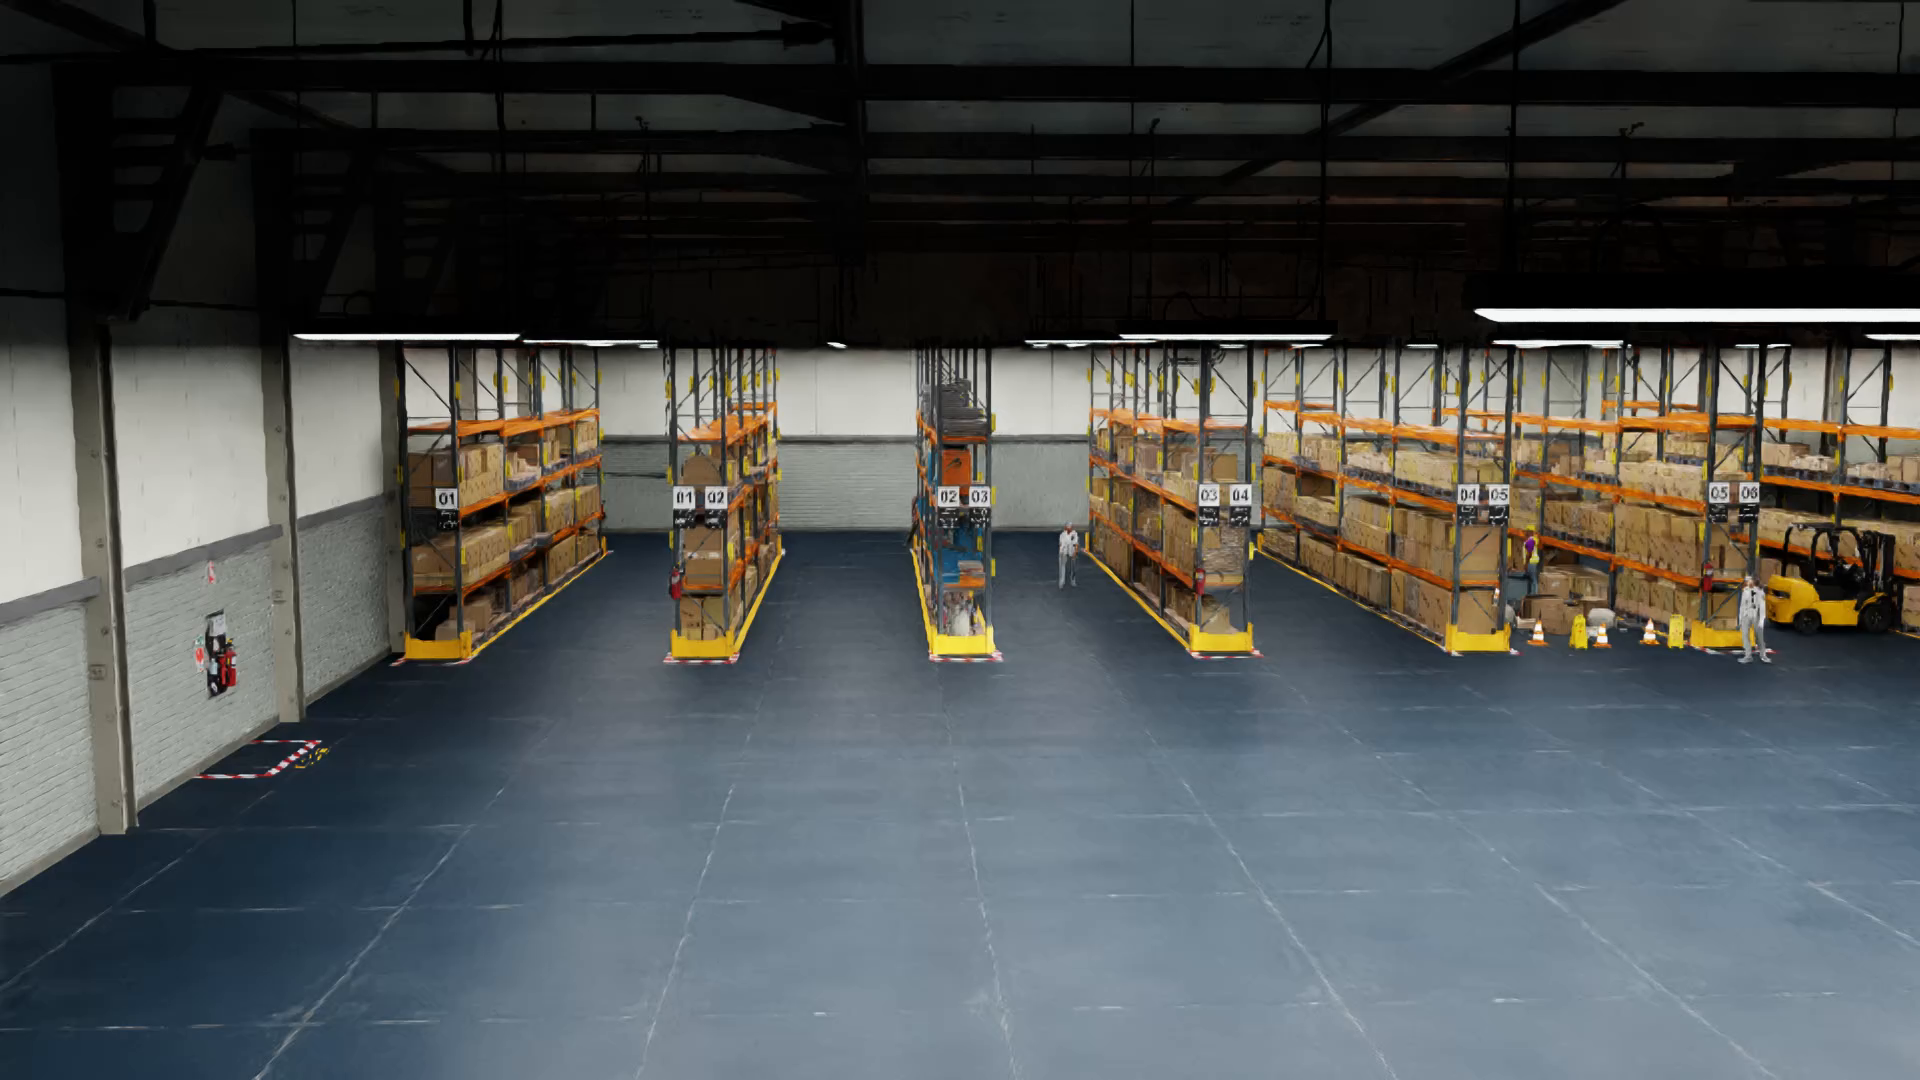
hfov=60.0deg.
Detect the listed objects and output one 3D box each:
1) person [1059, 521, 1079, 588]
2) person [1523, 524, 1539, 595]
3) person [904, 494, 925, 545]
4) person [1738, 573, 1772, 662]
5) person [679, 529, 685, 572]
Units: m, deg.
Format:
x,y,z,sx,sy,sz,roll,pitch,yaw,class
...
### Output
x,y,z,sx,sy,sz,roll,pitch,yaw,class
2.646,0.335,40.367,0.477,1.597,1.003,1,7,6,person
13.014,0.510,38.077,0.591,1.763,0.685,3,7,23,person
-1.303,-0.700,48.838,0.782,1.773,0.514,-6,9,-44,person
14.660,1.427,30.666,0.522,1.665,0.570,-4,7,-29,person
-7.142,0.033,43.322,0.415,1.482,0.898,-1,7,-5,person
